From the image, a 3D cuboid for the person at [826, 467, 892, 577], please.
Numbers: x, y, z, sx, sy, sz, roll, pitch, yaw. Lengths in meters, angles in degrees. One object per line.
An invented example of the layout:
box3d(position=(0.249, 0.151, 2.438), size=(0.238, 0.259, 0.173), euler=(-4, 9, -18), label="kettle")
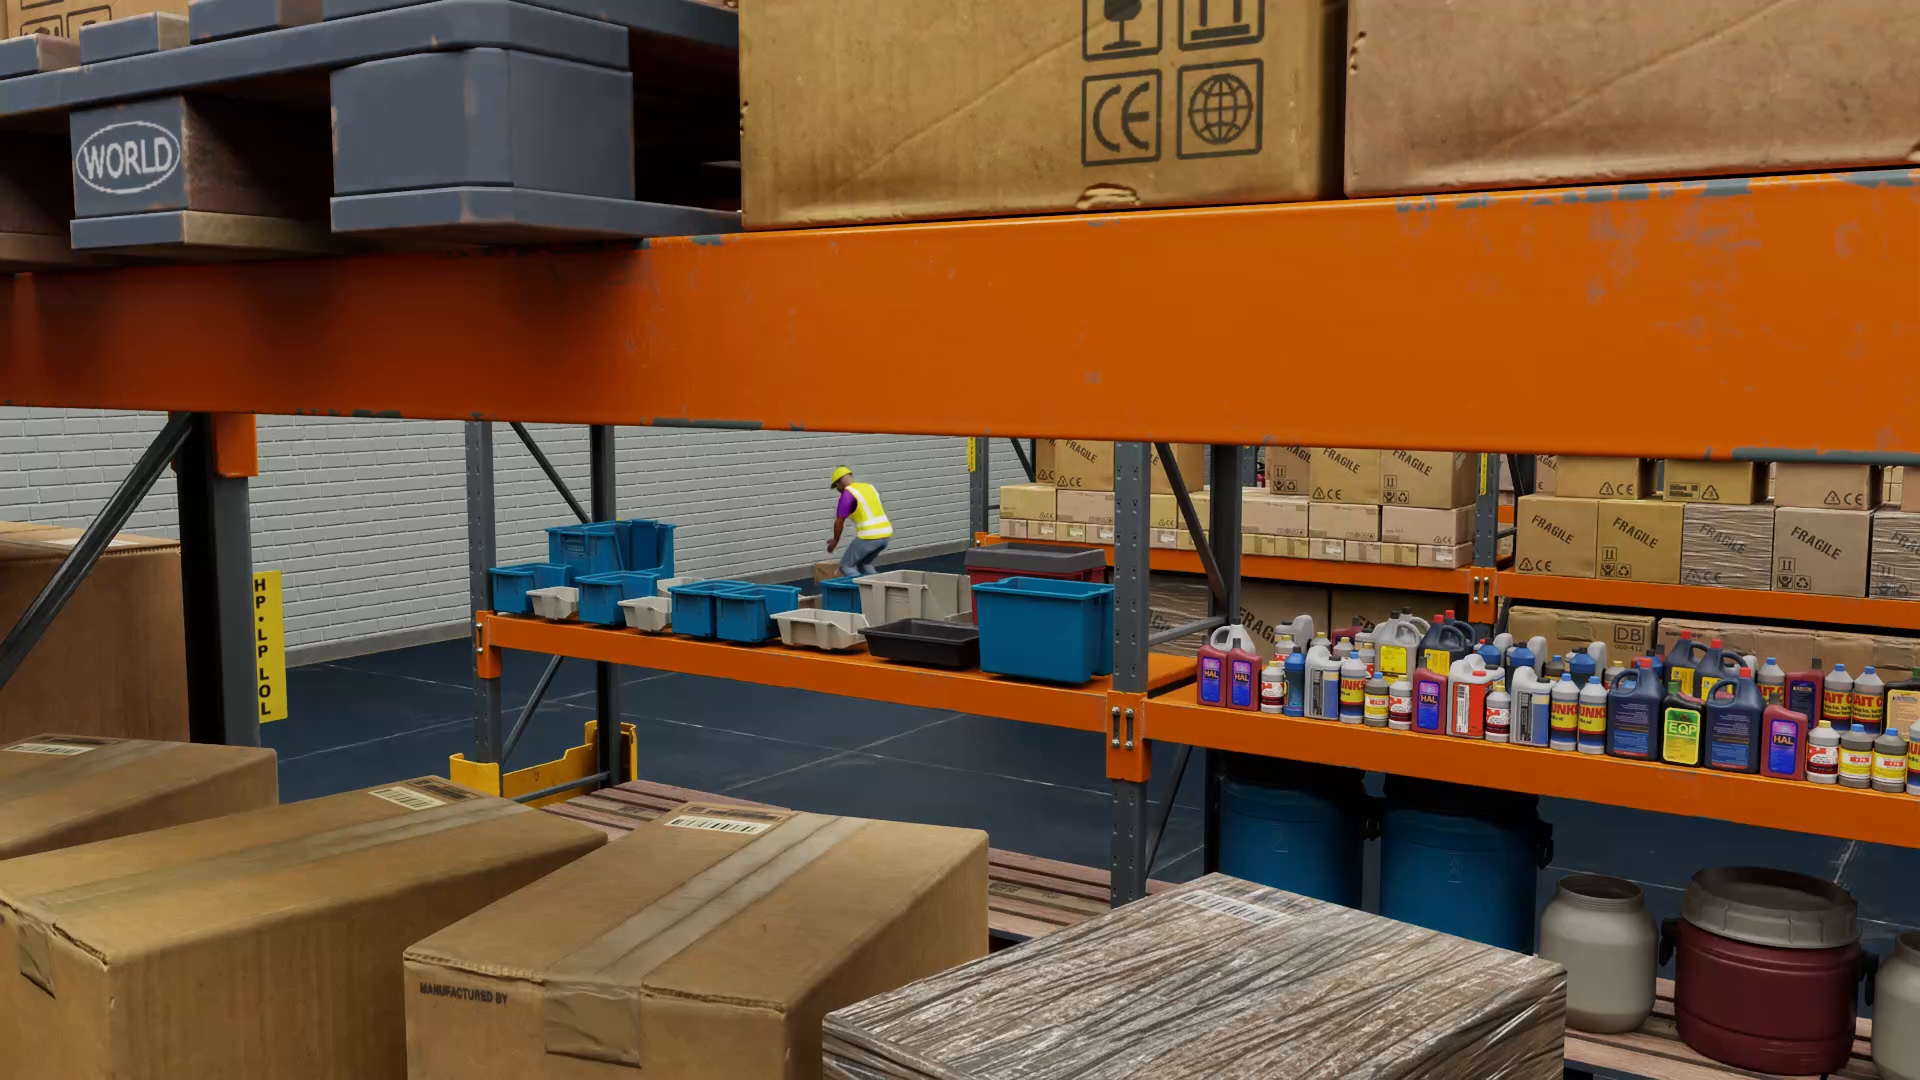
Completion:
box3d(position=(-1.103, -0.030, 18.091), size=(0.687, 1.517, 0.627), euler=(4, 8, 34), label="person")
